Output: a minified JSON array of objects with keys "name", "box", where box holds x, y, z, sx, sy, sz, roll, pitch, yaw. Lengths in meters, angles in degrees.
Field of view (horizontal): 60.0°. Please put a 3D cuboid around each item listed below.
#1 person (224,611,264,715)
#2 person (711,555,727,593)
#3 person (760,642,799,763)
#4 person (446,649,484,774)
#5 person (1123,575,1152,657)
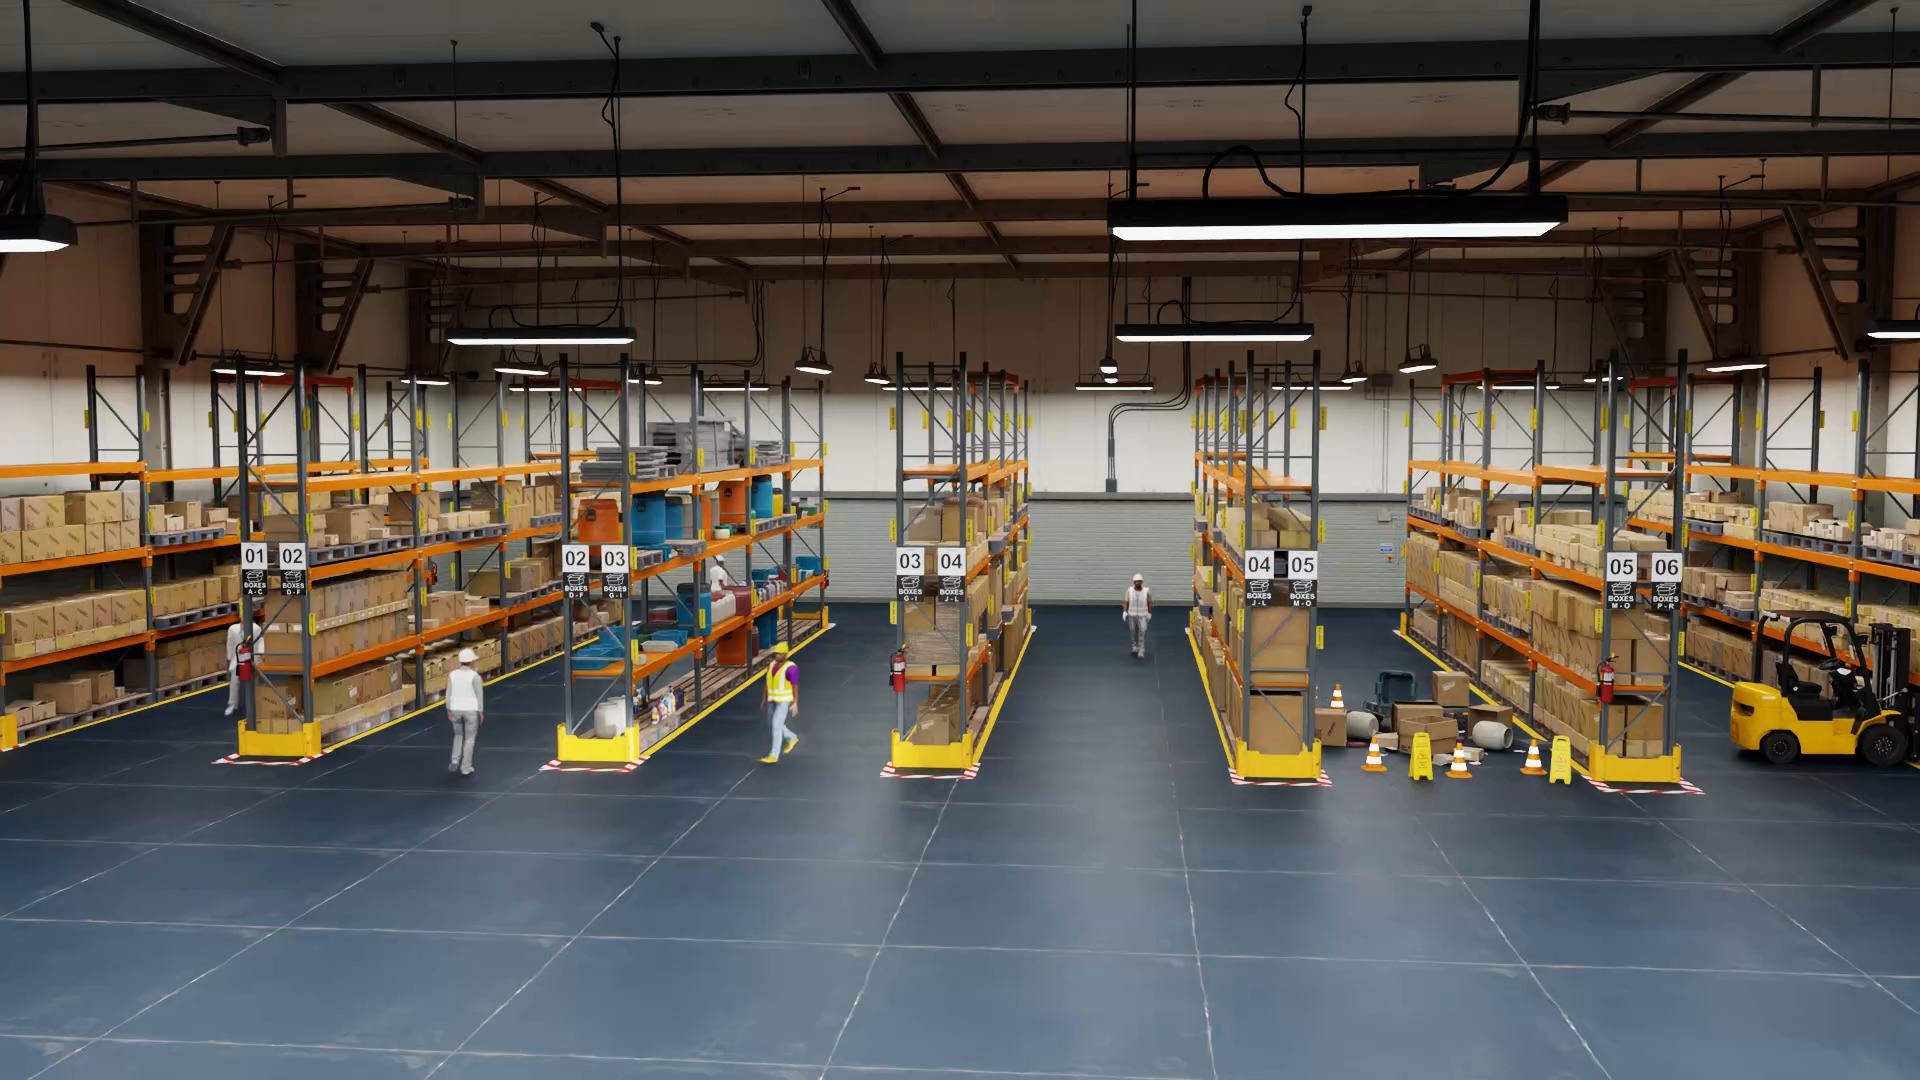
[{"name":"person","box":[-12.357,2.073,28.731,0.678,1.747,1.036,-1,4,-7]},{"name":"person","box":[-5.872,1.257,40.318,0.486,1.768,0.609,-3,5,-33]},{"name":"person","box":[-2.657,2.380,24.553,0.620,1.746,0.878,3,5,40]},{"name":"person","box":[-7.026,2.430,23.612,0.558,1.769,0.456,1,4,9]},{"name":"person","box":[3.786,1.599,35.452,0.610,1.722,1.067,1,4,8]}]
